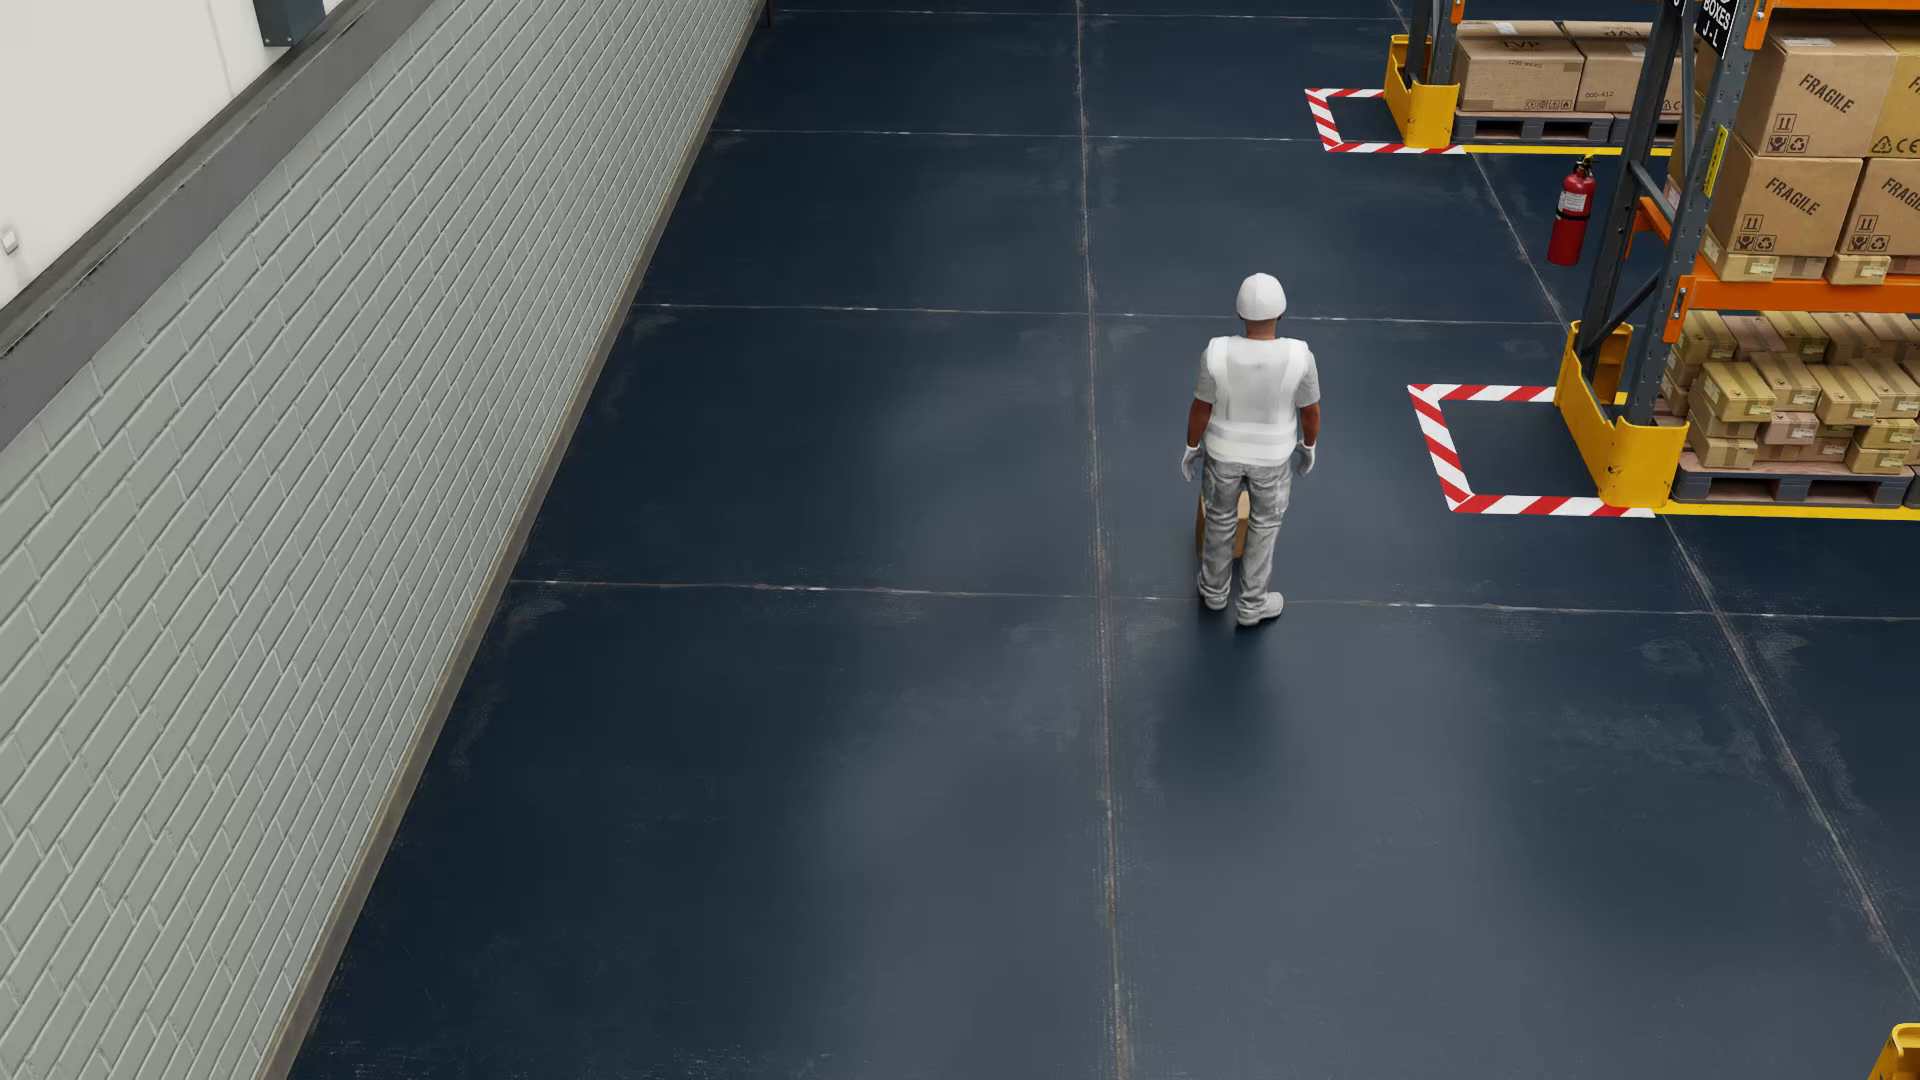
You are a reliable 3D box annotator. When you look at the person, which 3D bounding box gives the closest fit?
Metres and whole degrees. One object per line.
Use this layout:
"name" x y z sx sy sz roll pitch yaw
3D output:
"person" 1.334 -0.421 7.670 0.604 1.788 0.436 6 36 8
